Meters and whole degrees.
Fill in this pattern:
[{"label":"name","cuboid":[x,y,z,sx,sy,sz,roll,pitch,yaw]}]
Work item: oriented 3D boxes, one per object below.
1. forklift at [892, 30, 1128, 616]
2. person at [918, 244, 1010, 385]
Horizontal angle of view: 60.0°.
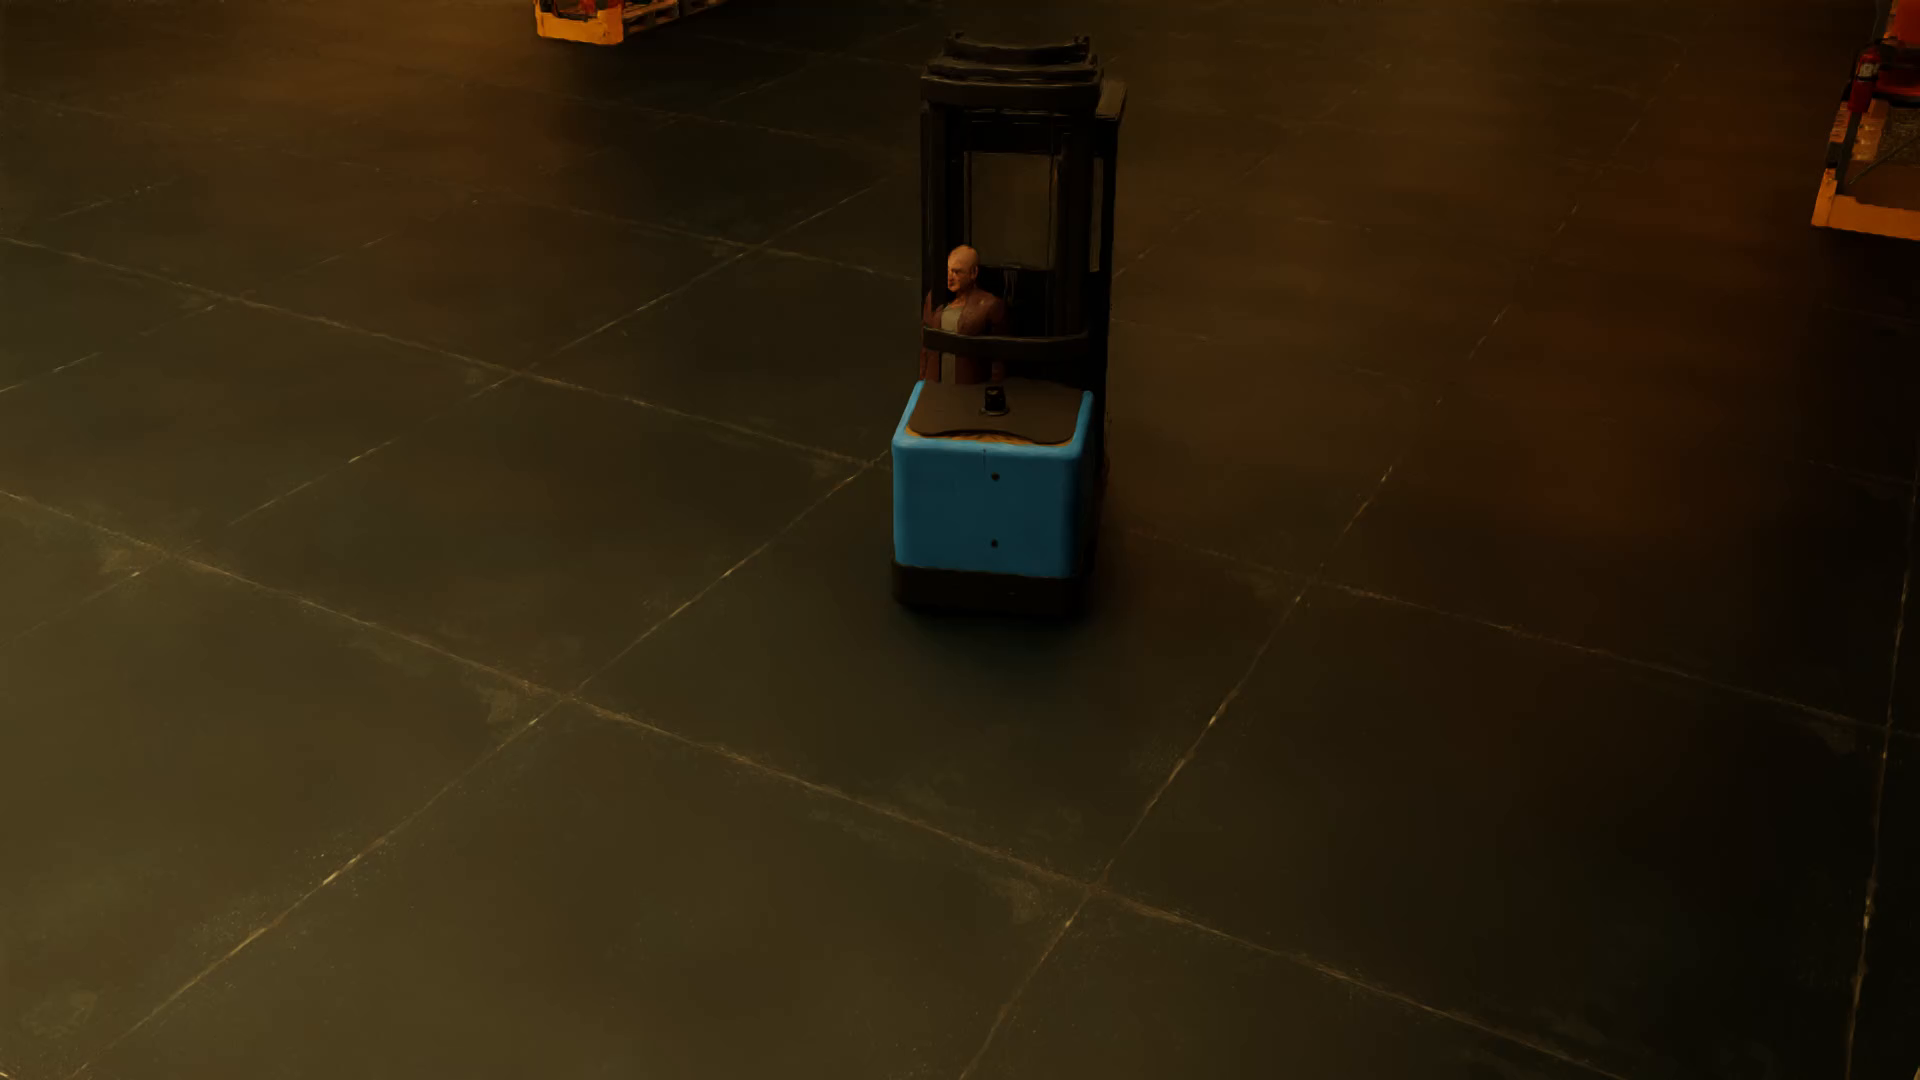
[{"label":"forklift","cuboid":[0.362,-1.571,9.792,1.130,2.935,3.031,4,30,8]},{"label":"person","cuboid":[-0.025,-0.843,9.459,0.558,1.694,0.418,15,33,25]}]
